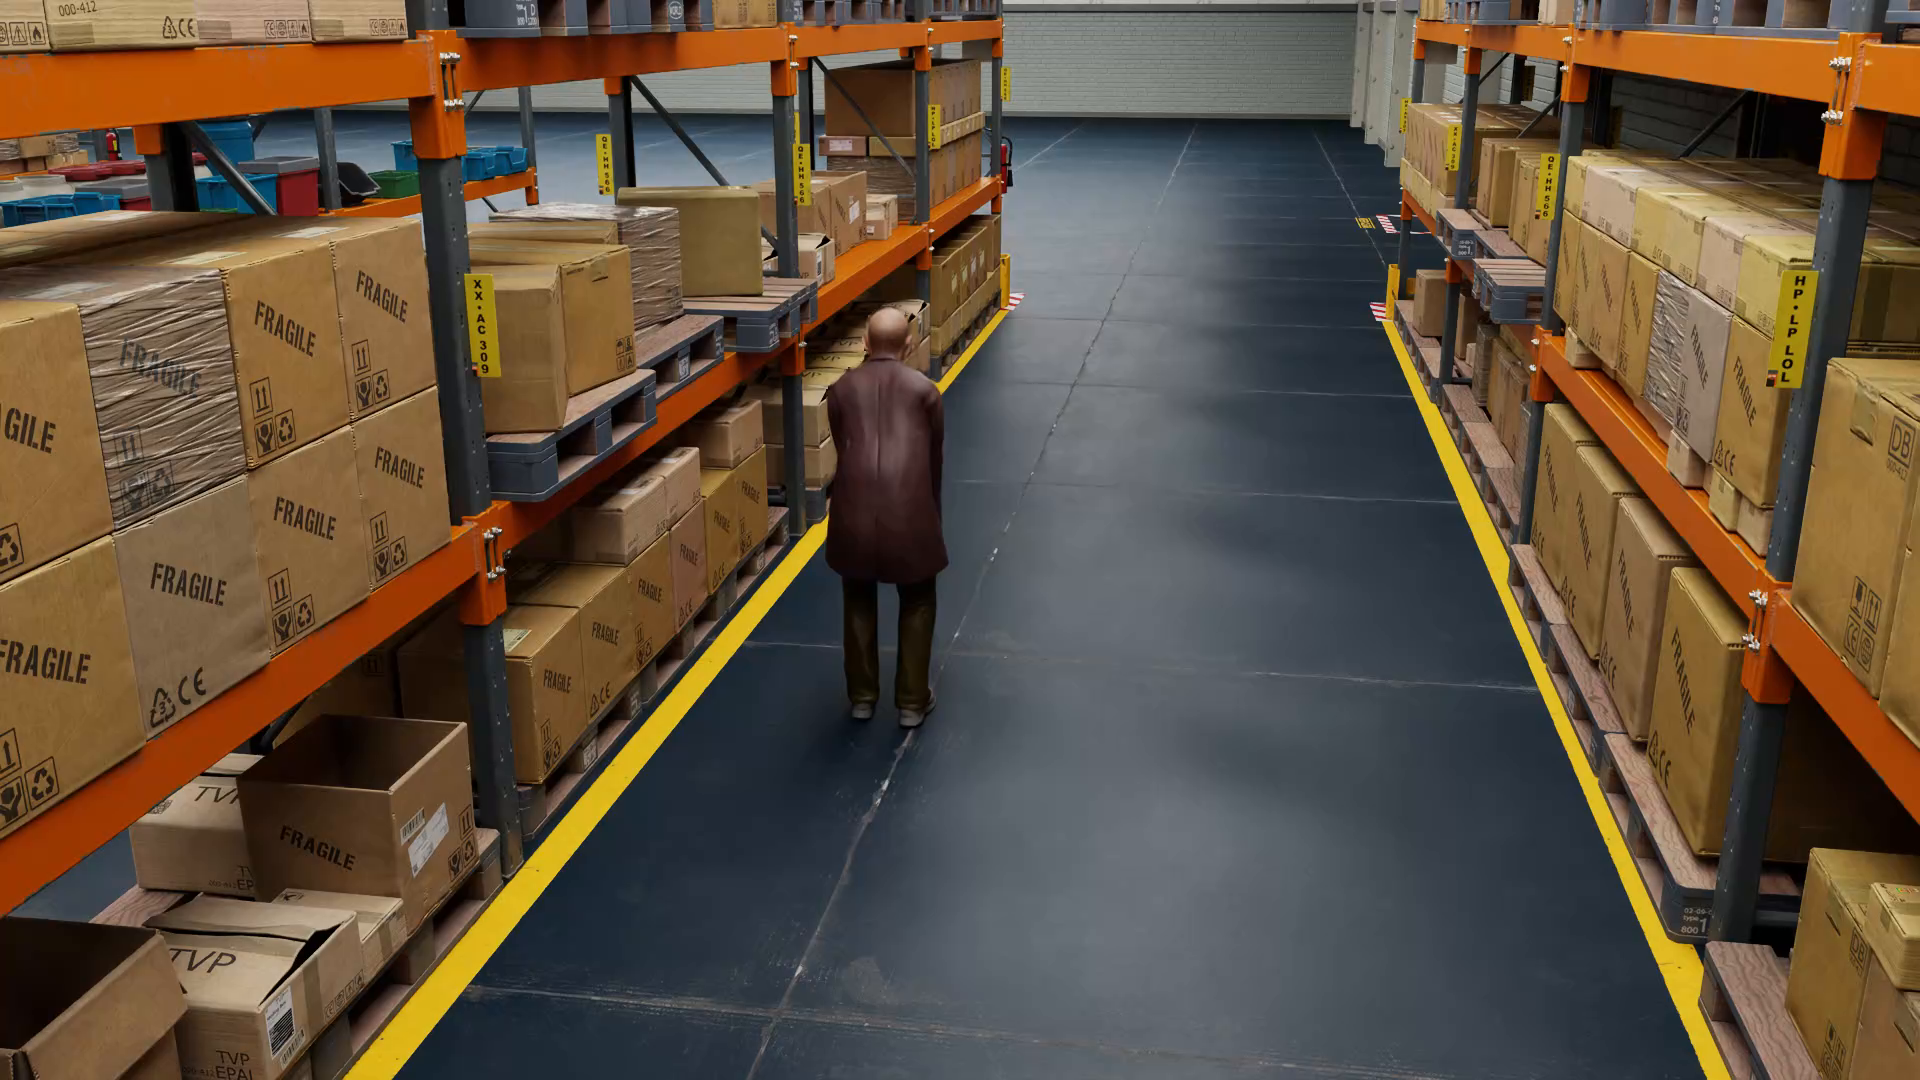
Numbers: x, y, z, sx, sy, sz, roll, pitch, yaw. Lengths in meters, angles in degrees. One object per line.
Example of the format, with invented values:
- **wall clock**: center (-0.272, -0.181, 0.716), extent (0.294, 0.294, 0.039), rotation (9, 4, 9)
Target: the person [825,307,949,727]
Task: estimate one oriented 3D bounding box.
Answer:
- **person**: center (-0.295, -0.100, 7.002), extent (0.530, 1.717, 0.613), rotation (2, 18, 8)
